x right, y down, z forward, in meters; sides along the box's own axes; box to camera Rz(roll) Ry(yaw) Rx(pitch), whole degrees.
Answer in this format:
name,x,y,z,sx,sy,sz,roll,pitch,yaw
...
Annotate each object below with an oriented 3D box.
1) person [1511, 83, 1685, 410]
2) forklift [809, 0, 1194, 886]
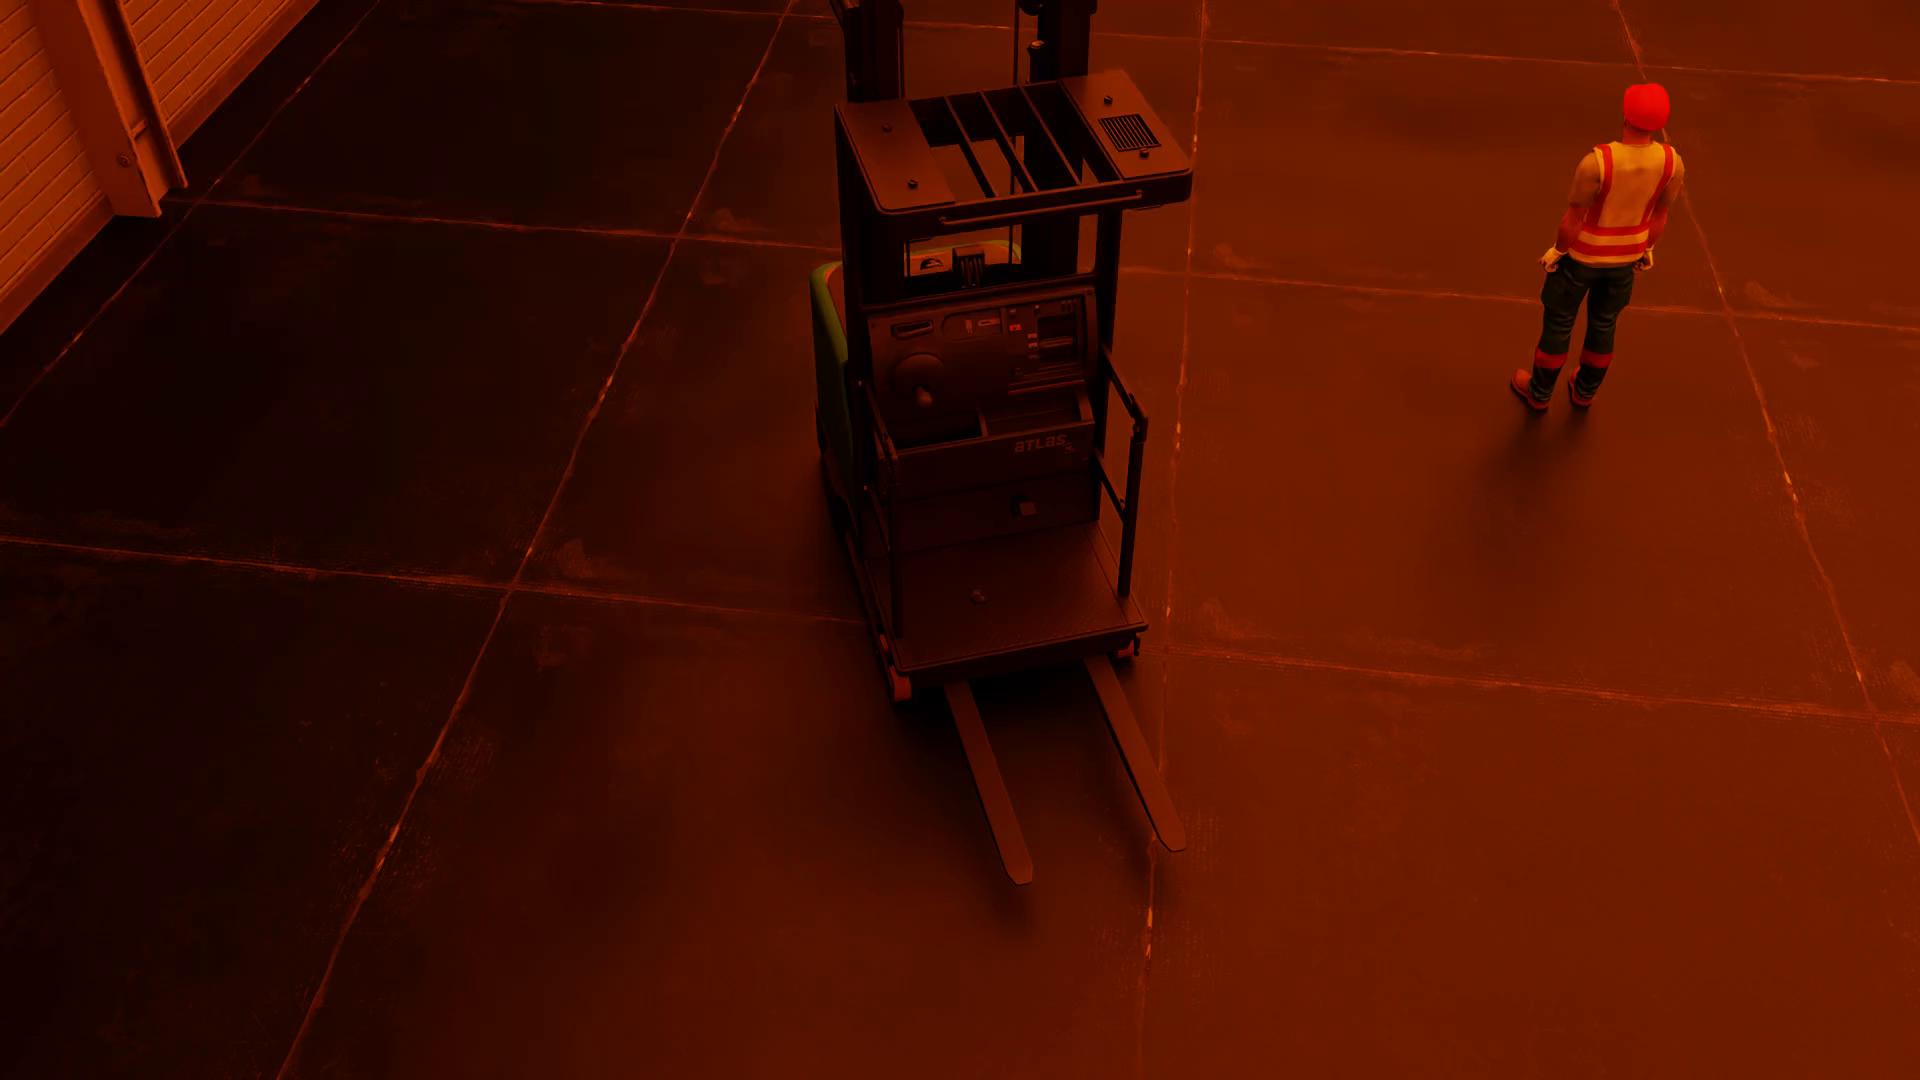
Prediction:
name,x,y,z,sx,sy,sz,roll,pitch,yaw
person,3.114,-1.413,8.107,0.536,1.795,0.376,-2,43,-2
forklift,0.153,-0.681,6.465,1.130,2.935,3.031,-10,44,-11
